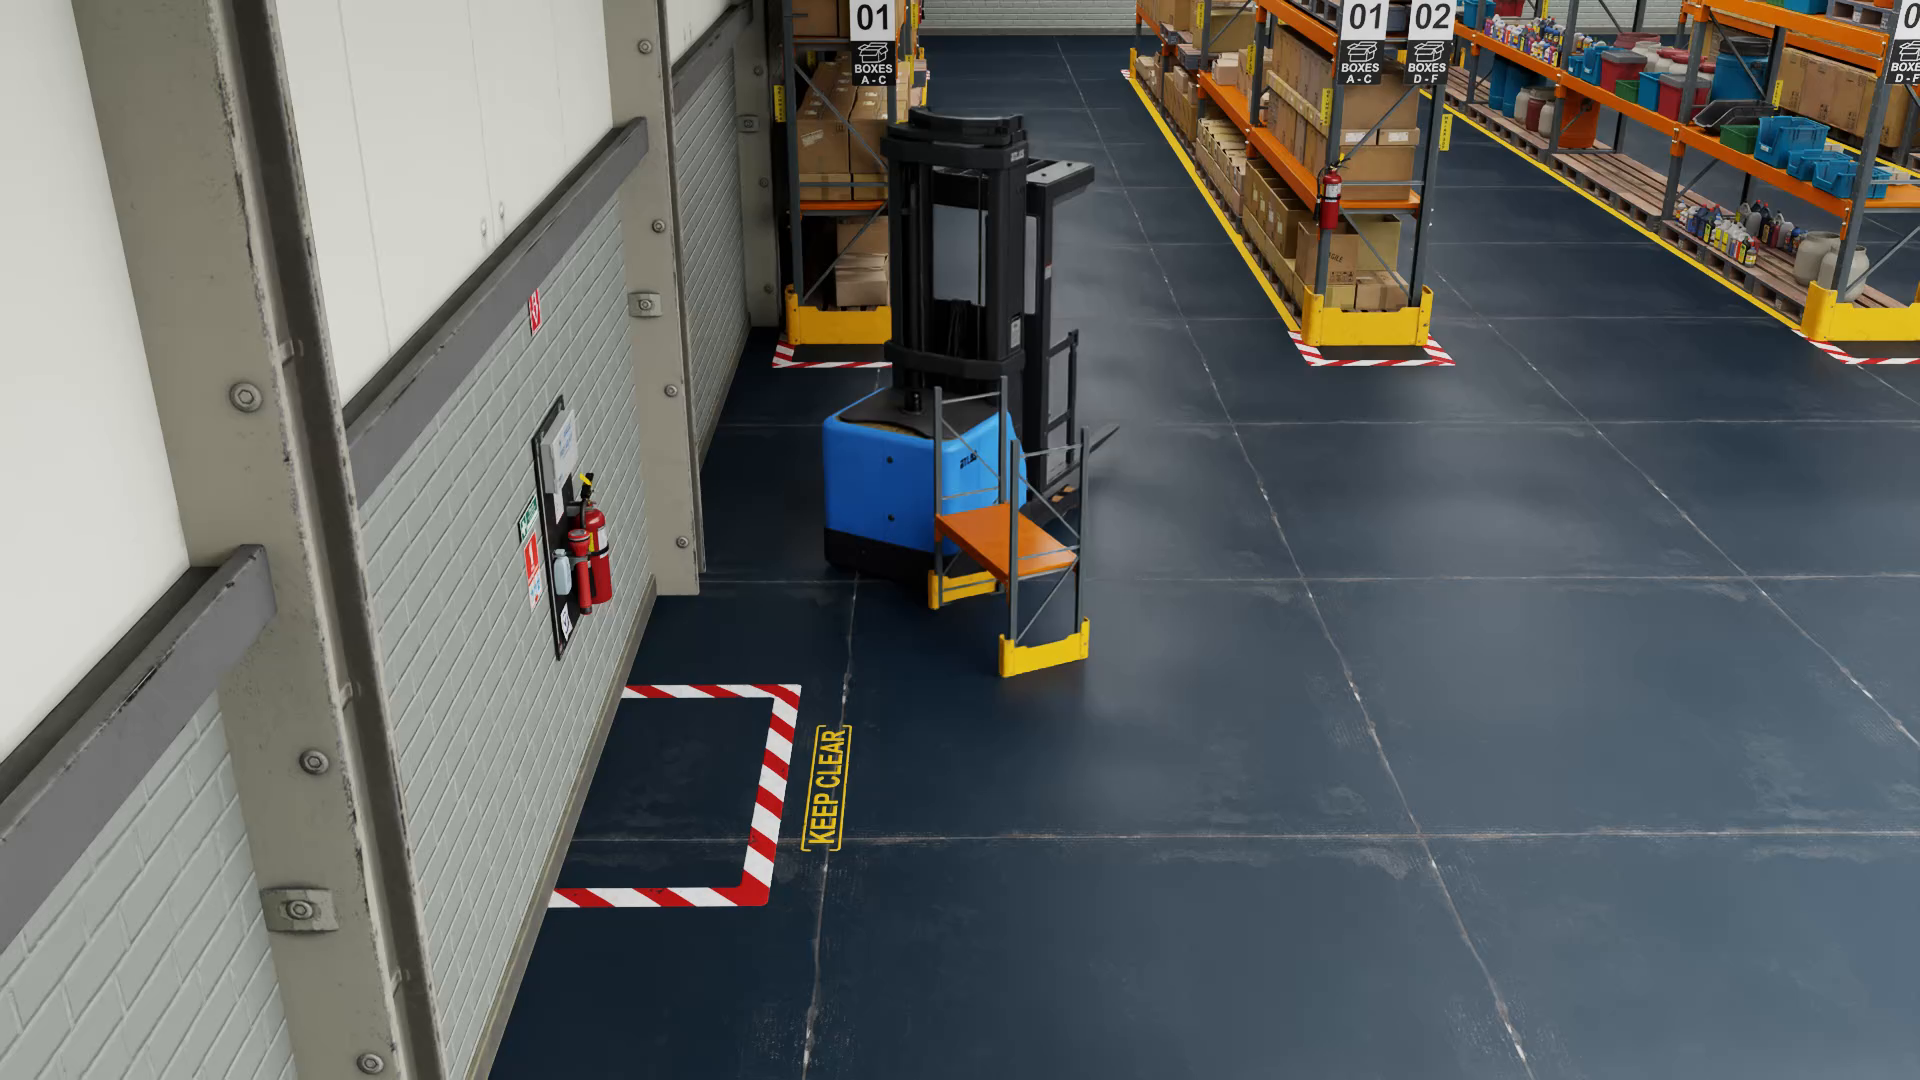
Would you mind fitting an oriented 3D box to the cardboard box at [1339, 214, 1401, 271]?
[{"bbox_3d":[4.090,-3.006,16.674,0.500,0.500,0.500,0,24,-1],"label":"cardboard box"}]

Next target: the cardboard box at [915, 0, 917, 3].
[{"bbox_3d":[-1.193,-8.579,26.716,0.980,0.700,0.700,0,24,0],"label":"cardboard box"}]

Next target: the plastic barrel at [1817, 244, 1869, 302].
[{"bbox_3d":[8.750,-2.648,16.473,0.421,0.512,0.421,0,24,0],"label":"plastic barrel"}]

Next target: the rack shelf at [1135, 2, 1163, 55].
[{"bbox_3d":[3.728,-8.739,28.306,1.077,0.370,4.000,0,24,-1],"label":"rack shelf"}]

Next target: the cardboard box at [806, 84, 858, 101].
[{"bbox_3d":[-1.302,-4.378,17.038,0.500,0.500,0.500,0,24,0],"label":"cardboard box"}]

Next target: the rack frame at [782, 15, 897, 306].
[{"bbox_3d":[-1.073,-3.274,15.350,1.000,3.000,0.127,0,24,-1],"label":"rack frame"}]

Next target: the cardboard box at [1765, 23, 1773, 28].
[{"bbox_3d":[13.321,-8.402,26.992,0.380,0.149,0.250,0,24,0],"label":"cardboard box"}]

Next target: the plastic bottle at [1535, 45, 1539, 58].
[{"bbox_3d":[8.324,-7.033,23.901,0.097,0.201,0.097,0,24,0],"label":"plastic bottle"}]

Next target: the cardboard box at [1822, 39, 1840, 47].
[{"bbox_3d":[13.422,-7.727,25.074,0.500,0.500,0.500,-1,24,-2],"label":"cardboard box"}]

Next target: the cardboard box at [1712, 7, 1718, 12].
[{"bbox_3d":[13.299,-9.249,28.864,0.380,0.149,0.250,-1,24,-2],"label":"cardboard box"}]

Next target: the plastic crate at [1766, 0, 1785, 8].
[{"bbox_3d":[8.535,-5.586,17.078,0.336,0.188,0.450,0,24,-1],"label":"plastic crate"}]

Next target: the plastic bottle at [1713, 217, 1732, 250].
[{"bbox_3d":[8.390,-3.373,18.249,0.144,0.351,0.185,0,24,-1],"label":"plastic bottle"}]

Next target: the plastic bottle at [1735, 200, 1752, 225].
[{"bbox_3d":[8.941,-3.696,18.963,0.144,0.351,0.185,0,24,-1],"label":"plastic bottle"}]

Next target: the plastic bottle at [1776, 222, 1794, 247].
[{"bbox_3d":[9.089,-3.383,18.362,0.152,0.276,0.135,0,24,0],"label":"plastic bottle"}]

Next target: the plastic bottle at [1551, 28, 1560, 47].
[{"bbox_3d":[8.919,-7.527,24.908,0.097,0.271,0.097,0,24,0],"label":"plastic bottle"}]

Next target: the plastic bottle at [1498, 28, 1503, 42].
[{"bbox_3d":[8.306,-7.742,25.469,0.097,0.201,0.097,0,24,0],"label":"plastic bottle"}]

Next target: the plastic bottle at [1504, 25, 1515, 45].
[{"bbox_3d":[8.337,-7.633,25.138,0.152,0.276,0.135,0,24,-1],"label":"plastic bottle"}]

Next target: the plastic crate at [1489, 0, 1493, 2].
[{"bbox_3d":[8.870,-8.867,27.787,0.437,0.282,0.530,0,24,-1],"label":"plastic crate"}]

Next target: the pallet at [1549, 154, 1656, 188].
[{"bbox_3d":[8.716,-5.026,22.605,1.003,0.211,1.213,0,24,-1],"label":"pallet"}]

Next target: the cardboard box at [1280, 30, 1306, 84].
[{"bbox_3d":[3.855,-5.192,17.894,0.700,0.500,0.500,0,24,-1],"label":"cardboard box"}]

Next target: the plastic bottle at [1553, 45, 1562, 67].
[{"bbox_3d":[8.315,-6.727,23.125,0.061,0.283,0.133,0,24,-1],"label":"plastic bottle"}]

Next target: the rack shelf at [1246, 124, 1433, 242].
[{"bbox_3d":[3.859,-3.795,17.373,1.077,0.370,4.000,0,24,-1],"label":"rack shelf"}]

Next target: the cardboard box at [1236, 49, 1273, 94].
[{"bbox_3d":[3.828,-5.949,21.142,0.500,0.500,0.500,-2,24,-3],"label":"cardboard box"}]

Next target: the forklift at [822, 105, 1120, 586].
[{"bbox_3d":[0.240,-1.578,11.681,1.130,2.935,3.031,13,27,27],"label":"forklift"}]

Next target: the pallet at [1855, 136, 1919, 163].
[{"bbox_3d":[13.766,-5.692,24.080,1.003,0.211,1.213,0,24,-1],"label":"pallet"}]

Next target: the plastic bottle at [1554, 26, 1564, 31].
[{"bbox_3d":[9.041,-7.632,25.136,0.152,0.276,0.135,0,24,-1],"label":"plastic bottle"}]

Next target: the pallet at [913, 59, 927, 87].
[{"bbox_3d":[-1.046,-6.190,22.030,1.213,0.211,1.003,0,24,-1],"label":"pallet"}]

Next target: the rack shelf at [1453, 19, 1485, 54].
[{"bbox_3d":[8.681,-8.760,28.352,1.077,0.370,4.000,0,24,-1],"label":"rack shelf"}]

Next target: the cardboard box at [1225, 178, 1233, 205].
[{"bbox_3d":[3.539,-4.263,20.363,0.500,0.250,0.500,-1,24,-1],"label":"cardboard box"}]

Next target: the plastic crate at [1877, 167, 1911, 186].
[{"bbox_3d":[9.145,-3.569,16.321,0.298,0.136,0.250,0,24,-1],"label":"plastic crate"}]

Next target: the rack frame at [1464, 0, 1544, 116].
[{"bbox_3d":[8.703,-8.264,26.381,1.000,3.000,0.127,0,24,-1],"label":"rack frame"}]

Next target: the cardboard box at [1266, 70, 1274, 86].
[{"bbox_3d":[3.646,-5.176,18.646,0.380,0.149,0.250,0,24,-1],"label":"cardboard box"}]

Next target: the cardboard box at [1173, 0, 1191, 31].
[{"bbox_3d":[3.602,-8.001,25.169,0.700,0.500,0.500,4,25,8],"label":"cardboard box"}]

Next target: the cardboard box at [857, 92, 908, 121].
[{"bbox_3d":[-0.772,-4.172,16.581,0.500,0.500,0.500,-1,24,-2],"label":"cardboard box"}]

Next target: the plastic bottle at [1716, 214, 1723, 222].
[{"bbox_3d":[8.506,-3.531,18.694,0.097,0.271,0.097,0,24,0],"label":"plastic bottle"}]

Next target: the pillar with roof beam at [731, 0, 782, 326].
[{"bbox_3d":[2.359,-6.312,14.786,9.100,9.000,0.400,0,24,-1],"label":"pillar with roof beam"}]

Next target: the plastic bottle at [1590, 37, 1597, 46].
[{"bbox_3d":[9.101,-7.083,23.913,0.061,0.283,0.133,0,24,-1],"label":"plastic bottle"}]

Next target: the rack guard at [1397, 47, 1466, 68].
[{"bbox_3d":[8.646,-8.783,30.563,1.175,0.500,0.348,0,24,-1],"label":"rack guard"}]

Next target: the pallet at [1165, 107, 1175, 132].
[{"bbox_3d":[3.796,-6.637,26.170,1.003,0.211,1.213,0,24,-1],"label":"pallet"}]

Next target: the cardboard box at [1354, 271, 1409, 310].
[{"bbox_3d":[4.097,-2.459,16.373,0.500,0.250,0.500,0,24,-1],"label":"cardboard box"}]

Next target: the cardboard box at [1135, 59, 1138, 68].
[{"bbox_3d":[3.367,-8.619,30.092,0.380,0.149,0.250,0,24,-1],"label":"cardboard box"}]

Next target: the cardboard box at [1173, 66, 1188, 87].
[{"bbox_3d":[3.522,-7.034,25.251,0.500,0.250,0.500,0,24,0],"label":"cardboard box"}]

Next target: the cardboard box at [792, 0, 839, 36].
[{"bbox_3d":[-1.331,-4.867,15.085,0.500,0.500,0.500,1,24,3],"label":"cardboard box"}]

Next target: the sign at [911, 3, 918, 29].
[{"bbox_3d":[-0.618,-7.069,22.430,0.100,0.325,0.005,0,24,-1],"label":"sign"}]

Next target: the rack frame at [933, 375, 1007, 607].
[{"bbox_3d":[0.065,-0.295,10.583,0.500,1.500,0.032,-11,27,-24],"label":"rack frame"}]

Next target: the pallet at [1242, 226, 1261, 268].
[{"bbox_3d":[3.804,-3.348,18.896,1.003,0.211,1.213,0,24,-1],"label":"pallet"}]

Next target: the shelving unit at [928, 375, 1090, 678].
[{"bbox_3d":[0.286,-0.111,10.175,0.587,1.500,1.083,-11,27,-24],"label":"shelving unit"}]

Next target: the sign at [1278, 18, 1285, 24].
[{"bbox_3d":[4.348,-7.126,22.461,0.100,0.325,0.005,0,24,-1],"label":"sign"}]

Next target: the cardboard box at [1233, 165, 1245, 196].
[{"bbox_3d":[3.546,-4.306,19.778,0.500,0.311,0.500,0,24,-1],"label":"cardboard box"}]

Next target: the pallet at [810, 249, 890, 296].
[{"bbox_3d":[-1.058,-2.872,17.843,1.003,0.211,1.213,0,24,-1],"label":"pallet"}]

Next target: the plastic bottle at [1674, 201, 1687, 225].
[{"bbox_3d":[8.355,-3.791,19.270,0.097,0.271,0.097,0,24,0],"label":"plastic bottle"}]

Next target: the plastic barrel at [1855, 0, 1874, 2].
[{"bbox_3d":[8.694,-5.432,15.742,0.600,0.588,0.600,0,24,0],"label":"plastic barrel"}]

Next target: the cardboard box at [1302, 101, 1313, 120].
[{"bbox_3d":[3.670,-4.329,16.774,0.380,0.149,0.250,0,24,1],"label":"cardboard box"}]
